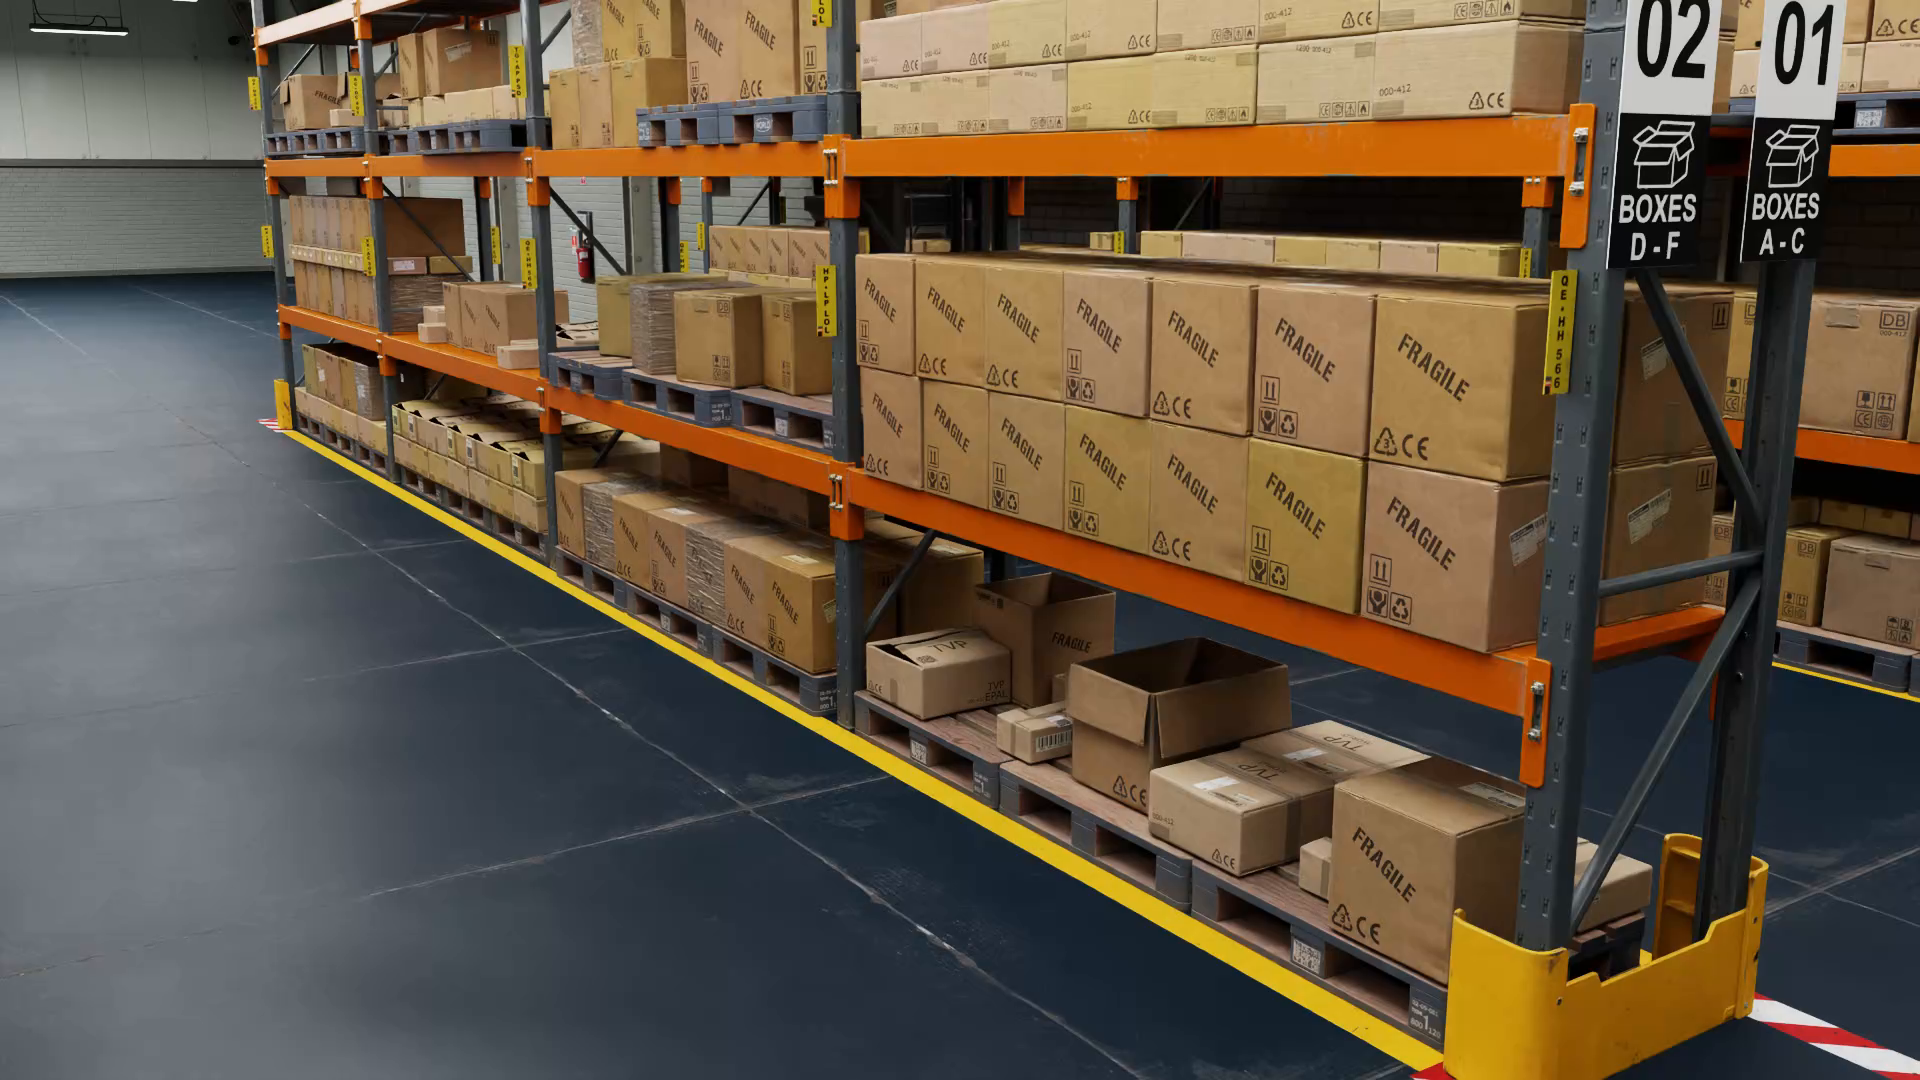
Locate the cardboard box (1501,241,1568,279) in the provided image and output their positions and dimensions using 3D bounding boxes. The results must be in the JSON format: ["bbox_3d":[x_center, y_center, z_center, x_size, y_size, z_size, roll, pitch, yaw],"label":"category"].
[{"bbox_3d":[3.929,-1.872,11.168,0.500,0.250,0.500,-8,14,-31],"label":"cardboard box"}]

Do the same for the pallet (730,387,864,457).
[{"bbox_3d":[-0.507,-0.663,8.823,1.003,0.211,1.213,-8,15,-33],"label":"pallet"}]

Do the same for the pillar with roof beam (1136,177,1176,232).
[{"bbox_3d":[-1.834,-4.655,12.585,9.100,9.000,0.400,-8,15,-33],"label":"pillar with roof beam"}]

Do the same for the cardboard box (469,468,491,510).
[{"bbox_3d":[-3.431,-0.421,12.719,0.500,0.250,0.500,-8,15,-31],"label":"cardboard box"}]

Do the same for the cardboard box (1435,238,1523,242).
[{"bbox_3d":[3.633,-1.964,11.590,0.500,0.250,0.500,-8,15,-32],"label":"cardboard box"}]

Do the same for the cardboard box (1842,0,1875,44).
[{"bbox_3d":[4.696,-2.864,8.792,0.500,0.500,0.500,-8,15,-32],"label":"cardboard box"}]

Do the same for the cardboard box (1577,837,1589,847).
[{"bbox_3d":[1.977,1.119,5.826,0.380,0.166,0.250,-8,15,-33],"label":"cardboard box"}]

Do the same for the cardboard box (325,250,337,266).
[{"bbox_3d":[-5.915,-2.733,16.086,0.380,0.149,0.250,-8,15,-32],"label":"cardboard box"}]

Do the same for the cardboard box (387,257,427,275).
[{"bbox_3d":[-4.917,-2.414,14.625,0.380,0.149,0.250,-8,15,-33],"label":"cardboard box"}]

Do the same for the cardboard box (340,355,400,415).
[{"bbox_3d":[-5.574,-1.488,15.845,0.500,0.500,0.500,-8,15,-33],"label":"cardboard box"}]

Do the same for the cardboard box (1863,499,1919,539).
[{"bbox_3d":[5.243,-0.118,9.229,0.380,0.149,0.250,-8,15,-32],"label":"cardboard box"}]

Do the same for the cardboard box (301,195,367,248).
[{"bbox_3d":[-6.231,-3.232,16.849,0.700,0.500,0.500,-9,15,-34],"label":"cardboard box"}]

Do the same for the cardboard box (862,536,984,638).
[{"bbox_3d":[-0.220,0.289,8.839,0.500,0.500,0.500,-9,15,-35],"label":"cardboard box"}]

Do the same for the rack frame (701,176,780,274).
[{"bbox_3d":[-2.682,-3.323,20.537,1.000,3.000,0.127,-8,15,-33],"label":"rack frame"}]

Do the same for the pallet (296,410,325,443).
[{"bbox_3d":[-6.345,-1.243,17.551,1.003,0.211,1.213,-8,15,-33],"label":"pallet"}]

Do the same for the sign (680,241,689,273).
[{"bbox_3d":[-1.925,-1.906,11.533,0.100,0.325,0.005,-8,15,-33],"label":"sign"}]

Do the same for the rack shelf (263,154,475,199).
[{"bbox_3d":[-5.696,-3.494,15.982,1.077,0.370,4.000,-8,15,-33],"label":"rack shelf"}]

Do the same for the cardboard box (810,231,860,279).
[{"bbox_3d":[-1.267,-3.050,17.837,0.500,0.500,0.500,-8,15,-33],"label":"cardboard box"}]

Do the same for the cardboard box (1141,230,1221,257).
[{"bbox_3d":[1.803,-2.354,13.374,0.500,0.250,0.500,-8,14,-31],"label":"cardboard box"}]

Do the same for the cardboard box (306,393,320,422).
[{"bbox_3d":[-6.412,-1.388,17.140,0.500,0.250,0.500,-8,15,-33],"label":"cardboard box"}]

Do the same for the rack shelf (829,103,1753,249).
[{"bbox_3d":[0.953,-1.360,6.223,1.077,0.370,4.000,-8,15,-33],"label":"rack shelf"}]

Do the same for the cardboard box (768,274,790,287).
[{"bbox_3d":[-1.821,-2.863,18.738,0.500,0.250,0.500,-8,15,-32],"label":"cardboard box"}]

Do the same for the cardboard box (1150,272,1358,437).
[{"bbox_3d":[1.014,-0.656,5.765,0.500,0.500,0.500,-8,14,-31],"label":"cardboard box"}]

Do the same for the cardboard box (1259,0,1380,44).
[{"bbox_3d":[1.287,-1.677,5.169,0.500,0.250,0.500,-8,15,-33],"label":"cardboard box"}]

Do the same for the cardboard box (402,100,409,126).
[{"bbox_3d":[-4.647,-3.933,14.761,0.500,0.500,0.500,-7,14,-28],"label":"cardboard box"}]

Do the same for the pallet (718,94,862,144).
[{"bbox_3d":[-0.458,-2.100,8.361,1.213,0.211,1.003,-8,15,-33],"label":"pallet"}]

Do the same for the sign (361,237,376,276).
[{"bbox_3d":[-5.049,-2.420,14.197,0.100,0.325,0.005,-8,15,-33],"label":"sign"}]

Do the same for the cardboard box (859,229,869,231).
[{"bbox_3d":[-1.107,-3.205,18.544,0.500,0.500,0.500,-8,14,-31],"label":"cardboard box"}]

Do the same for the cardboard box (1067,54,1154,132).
[{"bbox_3d":[0.737,-1.611,6.038,0.500,0.250,0.500,-8,15,-33],"label":"cardboard box"}]

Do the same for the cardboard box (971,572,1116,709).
[{"bbox_3d":[0.397,0.472,8.004,0.500,0.500,0.500,-8,15,-33],"label":"cardboard box"}]

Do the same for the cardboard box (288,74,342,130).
[{"bbox_3d":[-6.111,-4.196,15.963,0.500,0.500,0.500,-8,15,-33],"label":"cardboard box"}]

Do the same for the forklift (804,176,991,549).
[{"bbox_3d":[-0.500,-1.591,12.777,1.130,2.935,3.031,-8,15,-32],"label":"forklift"}]

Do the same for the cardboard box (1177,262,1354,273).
[{"bbox_3d":[1.183,-0.810,6.470,0.500,0.500,0.500,-8,15,-33],"label":"cardboard box"}]

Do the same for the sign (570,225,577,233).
[{"bbox_3d":[-6.461,-5.197,27.782,0.001,0.109,0.331,-8,15,-33],"label":"sign"}]

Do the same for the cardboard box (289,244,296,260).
[{"bbox_3d":[-6.766,-3.007,17.337,0.380,0.149,0.250,-8,15,-33],"label":"cardboard box"}]

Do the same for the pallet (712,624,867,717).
[{"bbox_3d":[-0.637,0.620,9.032,1.003,0.211,1.213,-8,15,-33],"label":"pallet"}]

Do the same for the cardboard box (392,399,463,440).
[{"bbox_3d":[-4.566,-1.058,14.317,0.500,0.311,0.500,-8,15,-33],"label":"cardboard box"}]

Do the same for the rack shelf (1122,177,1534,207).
[{"bbox_3d":[2.858,-2.659,12.160,1.077,0.370,4.000,-8,15,-33],"label":"rack shelf"}]

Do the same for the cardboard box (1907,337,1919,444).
[{"bbox_3d":[5.479,-0.842,8.487,0.980,0.700,0.700,-8,15,-33],"label":"cardboard box"}]

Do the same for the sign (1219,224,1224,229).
[{"bbox_3d":[2.211,-2.532,14.210,0.100,0.325,0.005,-8,15,-33],"label":"sign"}]

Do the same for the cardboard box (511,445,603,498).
[{"bbox_3d":[-2.867,-0.513,11.828,0.500,0.311,0.500,-8,14,-31],"label":"cardboard box"}]

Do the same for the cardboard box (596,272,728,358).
[{"bbox_3d":[-1.929,-1.469,10.840,0.500,0.500,0.700,9,15,36],"label":"cardboard box"}]

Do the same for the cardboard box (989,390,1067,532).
[{"bbox_3d":[0.462,-0.348,6.698,0.500,0.500,0.500,-8,15,-33],"label":"cardboard box"}]

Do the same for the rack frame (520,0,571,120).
[{"bbox_3d":[-2.371,-4.244,10.705,1.000,3.000,0.127,-8,15,-33],"label":"rack frame"}]

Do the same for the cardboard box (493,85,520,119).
[{"bbox_3d":[-2.975,-3.076,11.752,0.500,0.250,0.500,-8,14,-31],"label":"cardboard box"}]

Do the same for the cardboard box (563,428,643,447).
[{"bbox_3d":[-2.715,-0.670,12.543,0.500,0.311,0.500,-9,15,-34],"label":"cardboard box"}]

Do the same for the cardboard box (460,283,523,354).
[{"bbox_3d":[-3.606,-1.752,13.120,0.500,0.500,0.500,-8,15,-33],"label":"cardboard box"}]

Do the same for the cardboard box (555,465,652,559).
[{"bbox_3d":[-2.357,-0.192,11.042,0.500,0.500,0.500,-7,14,-30],"label":"cardboard box"}]

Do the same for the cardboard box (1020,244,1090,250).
[{"bbox_3d":[0.773,-2.466,15.351,0.700,0.500,0.500,-8,15,-33],"label":"cardboard box"}]

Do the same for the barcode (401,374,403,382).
[{"bbox_3d":[-4.793,-1.393,14.284,0.001,0.075,0.075,-8,15,-33],"label":"barcode"}]

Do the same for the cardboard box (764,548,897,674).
[{"bbox_3d":[-0.667,0.350,8.560,0.500,0.500,0.500,-8,15,-33],"label":"cardboard box"}]

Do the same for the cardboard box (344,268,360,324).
[{"bbox_3d":[-5.411,-2.335,15.782,0.700,0.500,0.500,-8,15,-32],"label":"cardboard box"}]

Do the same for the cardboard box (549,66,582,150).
[{"bbox_3d":[-2.102,-2.754,10.679,0.910,0.500,0.500,-8,15,-33],"label":"cardboard box"}]

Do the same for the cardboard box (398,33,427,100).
[{"bbox_3d":[-4.279,-3.874,13.647,0.500,0.500,0.500,-8,15,-32],"label":"cardboard box"}]

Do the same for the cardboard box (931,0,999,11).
[{"bbox_3d":[0.305,-2.417,6.797,0.700,0.500,0.500,-8,15,-33],"label":"cardboard box"}]

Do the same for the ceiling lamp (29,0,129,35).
[{"bbox_3d":[-20.184,-13.144,37.742,2.000,3.185,0.800,-8,15,-33],"label":"ceiling lamp"}]

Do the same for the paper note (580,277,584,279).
[{"bbox_3d":[-6.276,-4.421,27.621,0.016,0.148,0.142,-8,15,-33],"label":"paper note"}]
